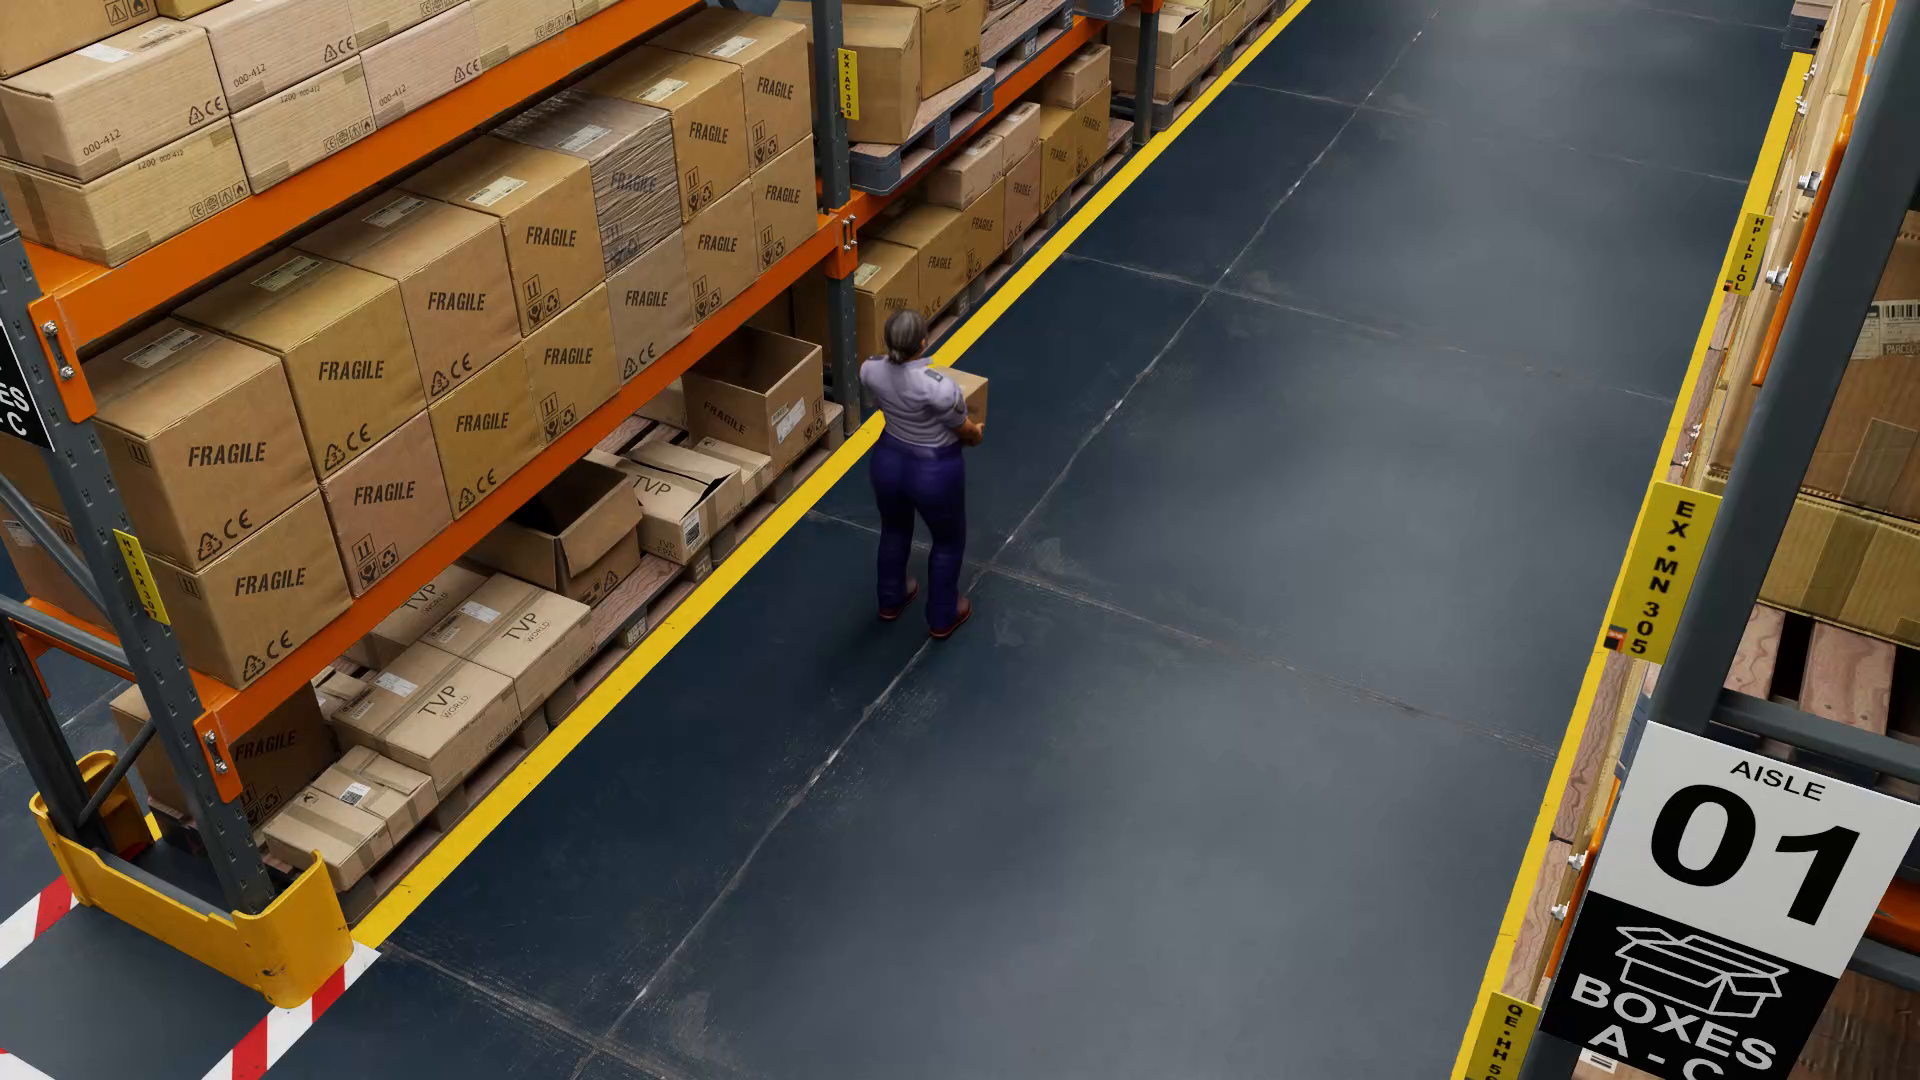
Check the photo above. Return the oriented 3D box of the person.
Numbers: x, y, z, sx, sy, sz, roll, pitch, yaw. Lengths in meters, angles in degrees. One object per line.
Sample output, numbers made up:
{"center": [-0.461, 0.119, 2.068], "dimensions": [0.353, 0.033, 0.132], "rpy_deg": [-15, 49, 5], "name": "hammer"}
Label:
{"center": [-0.141, -0.340, 7.202], "dimensions": [0.453, 1.637, 0.523], "rpy_deg": [18, 42, 22], "name": "person"}
